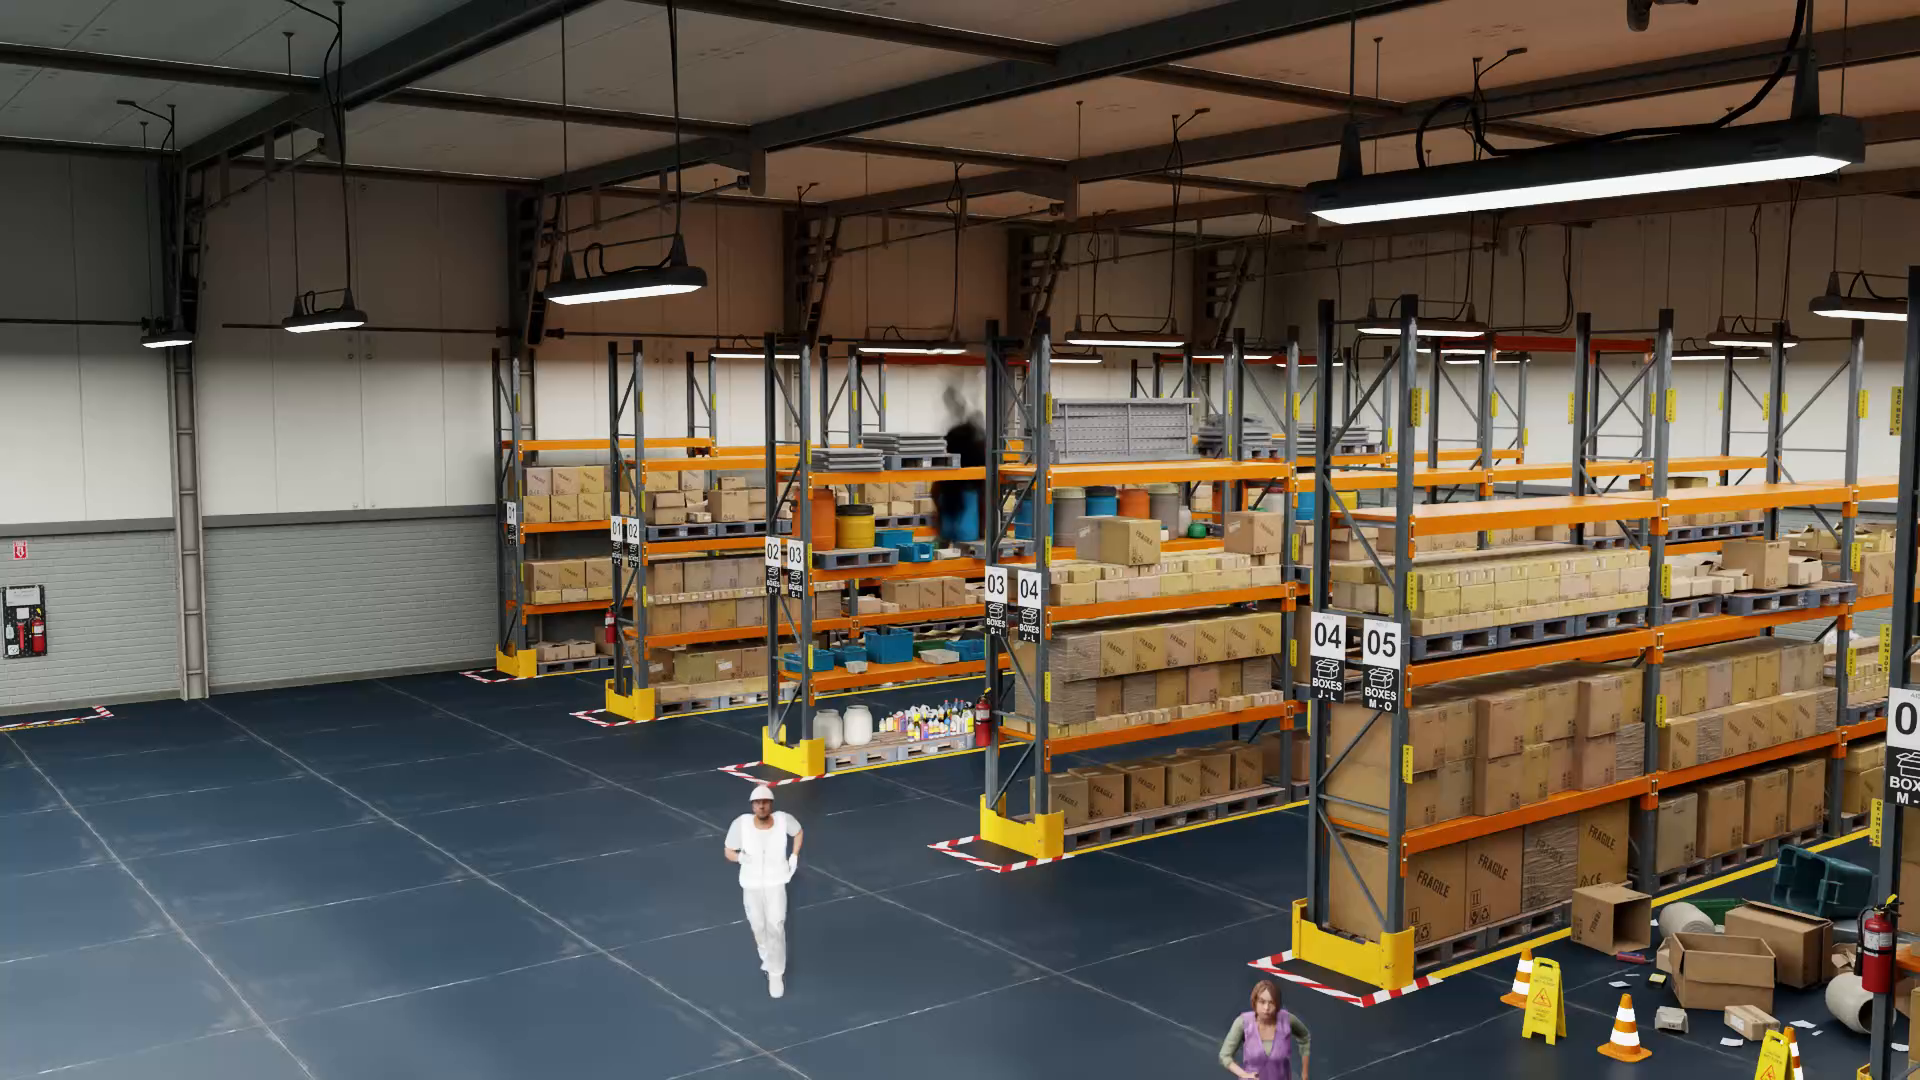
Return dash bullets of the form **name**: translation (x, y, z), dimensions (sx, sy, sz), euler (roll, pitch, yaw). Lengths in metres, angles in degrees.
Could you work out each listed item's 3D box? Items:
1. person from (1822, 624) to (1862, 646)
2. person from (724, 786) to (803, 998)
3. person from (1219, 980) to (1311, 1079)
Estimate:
- **person**: translation (13.925, 2.062, 26.270), dimensions (0.909, 1.716, 0.619), euler (-5, 7, -43)
- **person**: translation (-1.714, 3.020, 14.491), dimensions (0.655, 1.822, 0.817), euler (0, 5, 1)
- **person**: translation (1.883, 3.469, 10.292), dimensions (0.562, 1.613, 0.863), euler (1, 5, 9)
